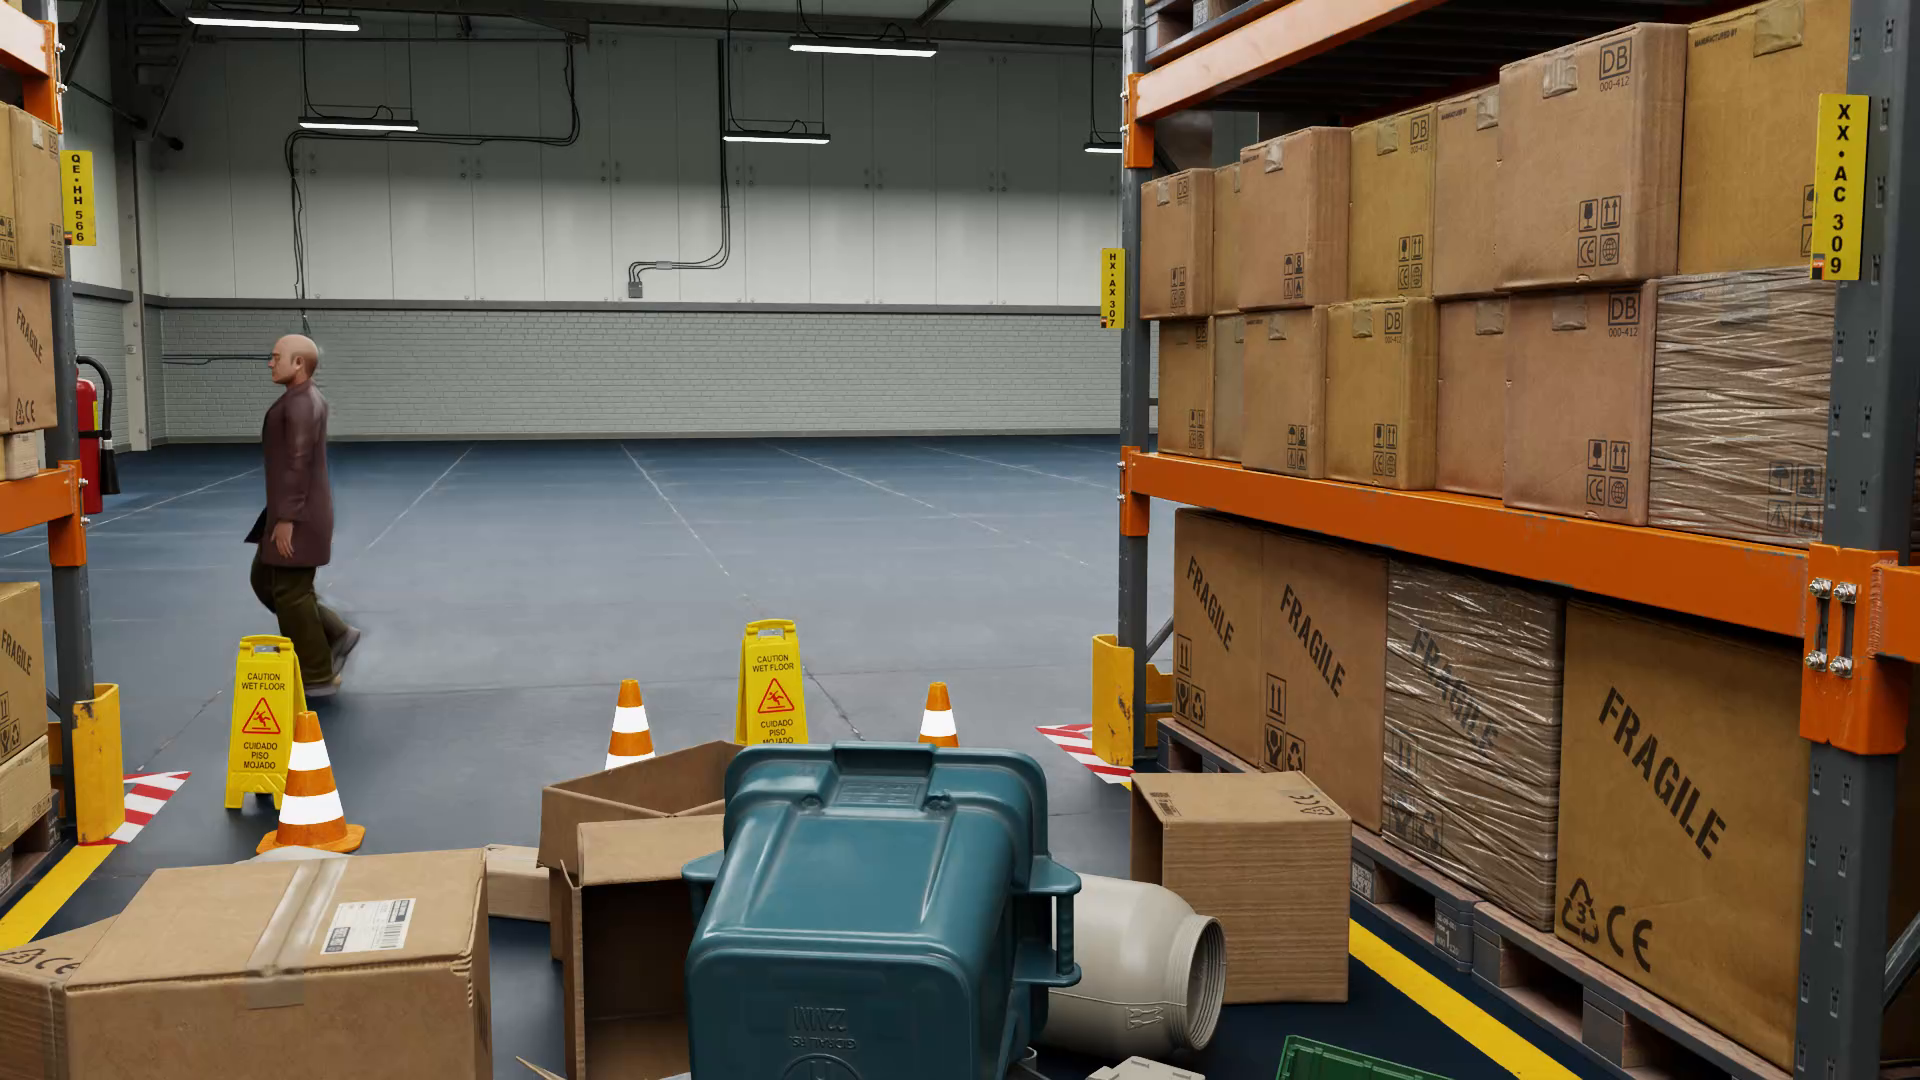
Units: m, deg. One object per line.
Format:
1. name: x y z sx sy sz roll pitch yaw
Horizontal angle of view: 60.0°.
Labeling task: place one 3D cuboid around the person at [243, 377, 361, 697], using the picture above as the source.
1. person: -3.240 -0.011 8.162 0.534 1.574 0.653 -2 6 -20
